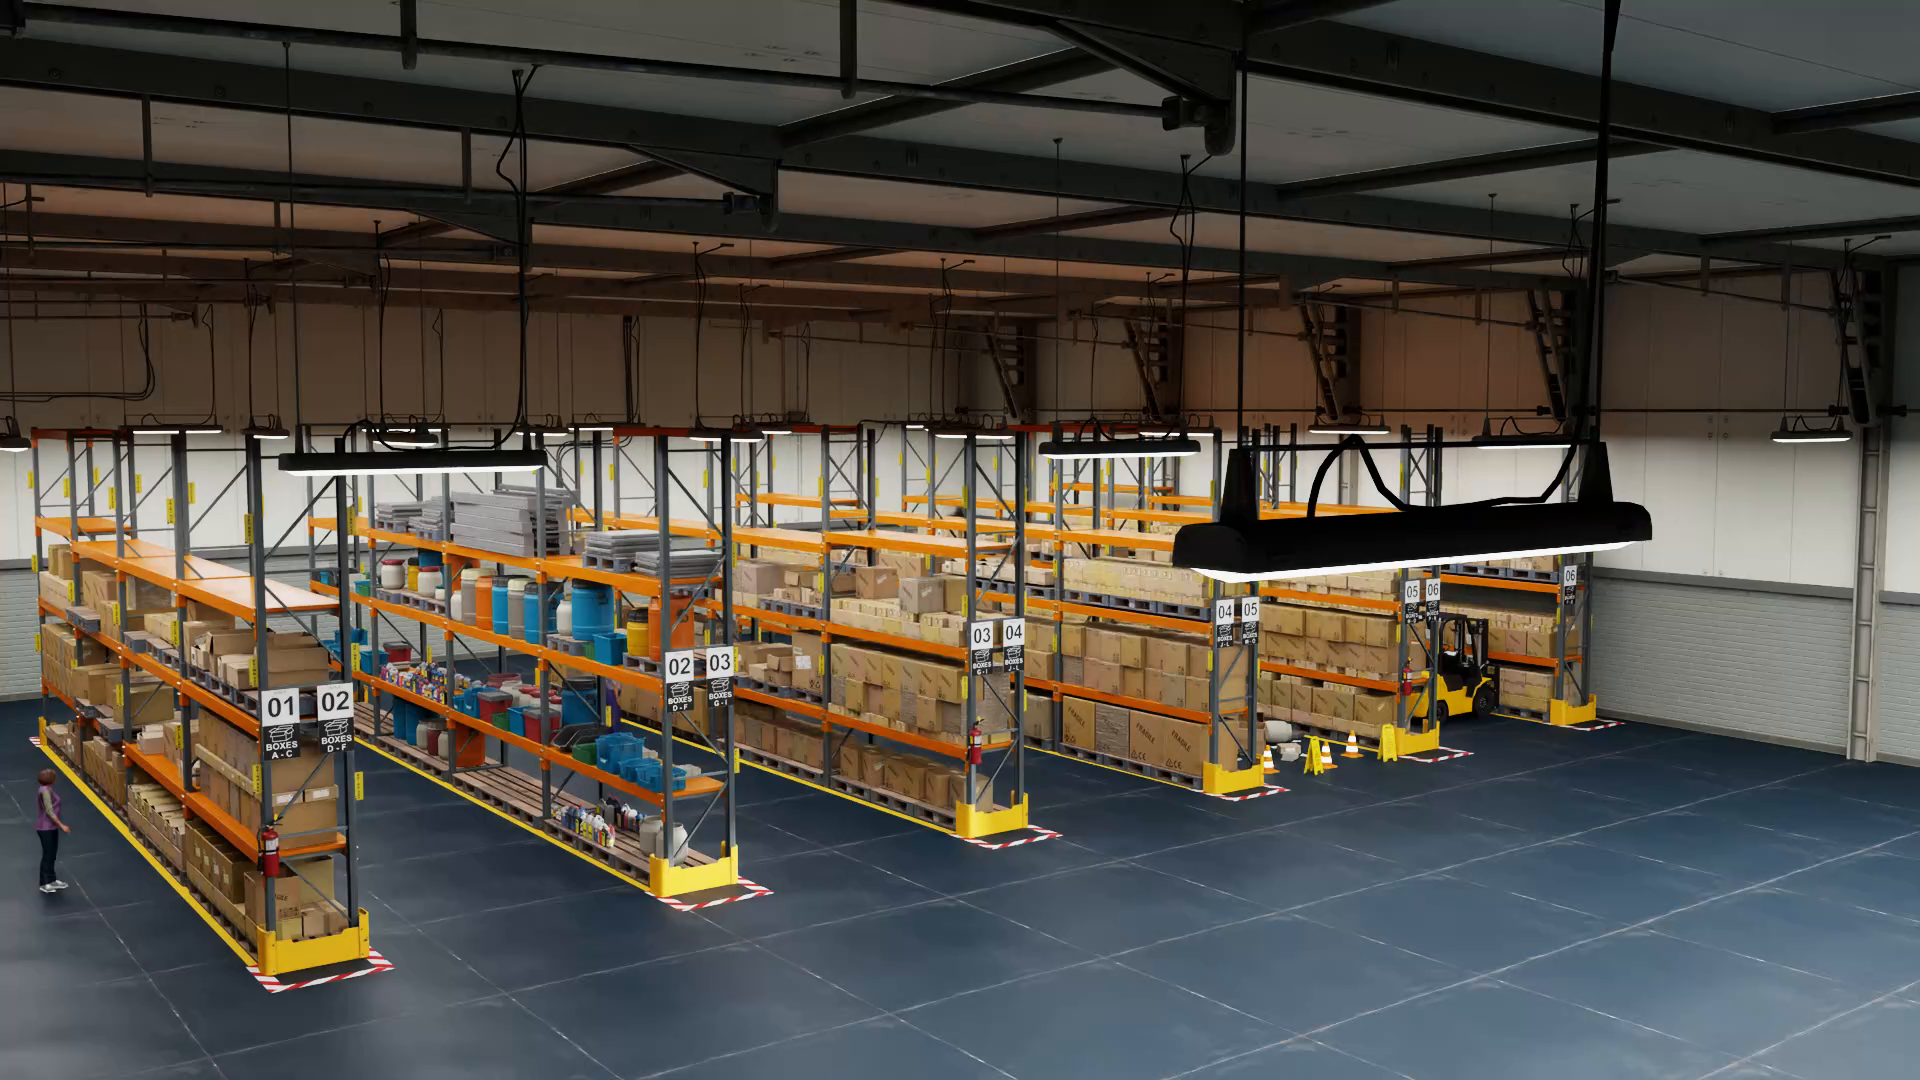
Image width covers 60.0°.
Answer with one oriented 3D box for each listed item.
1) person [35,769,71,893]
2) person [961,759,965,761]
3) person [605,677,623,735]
[{"bbox_3d":[-11.911,3.812,21.890,0.473,1.620,0.479,-1,5,-14],"label":"person"},{"bbox_3d":[0.161,3.137,29.906,0.397,1.767,0.680,-3,6,-37],"label":"person"},{"bbox_3d":[-6.581,3.034,31.736,0.443,1.629,0.673,-1,5,-18],"label":"person"}]
